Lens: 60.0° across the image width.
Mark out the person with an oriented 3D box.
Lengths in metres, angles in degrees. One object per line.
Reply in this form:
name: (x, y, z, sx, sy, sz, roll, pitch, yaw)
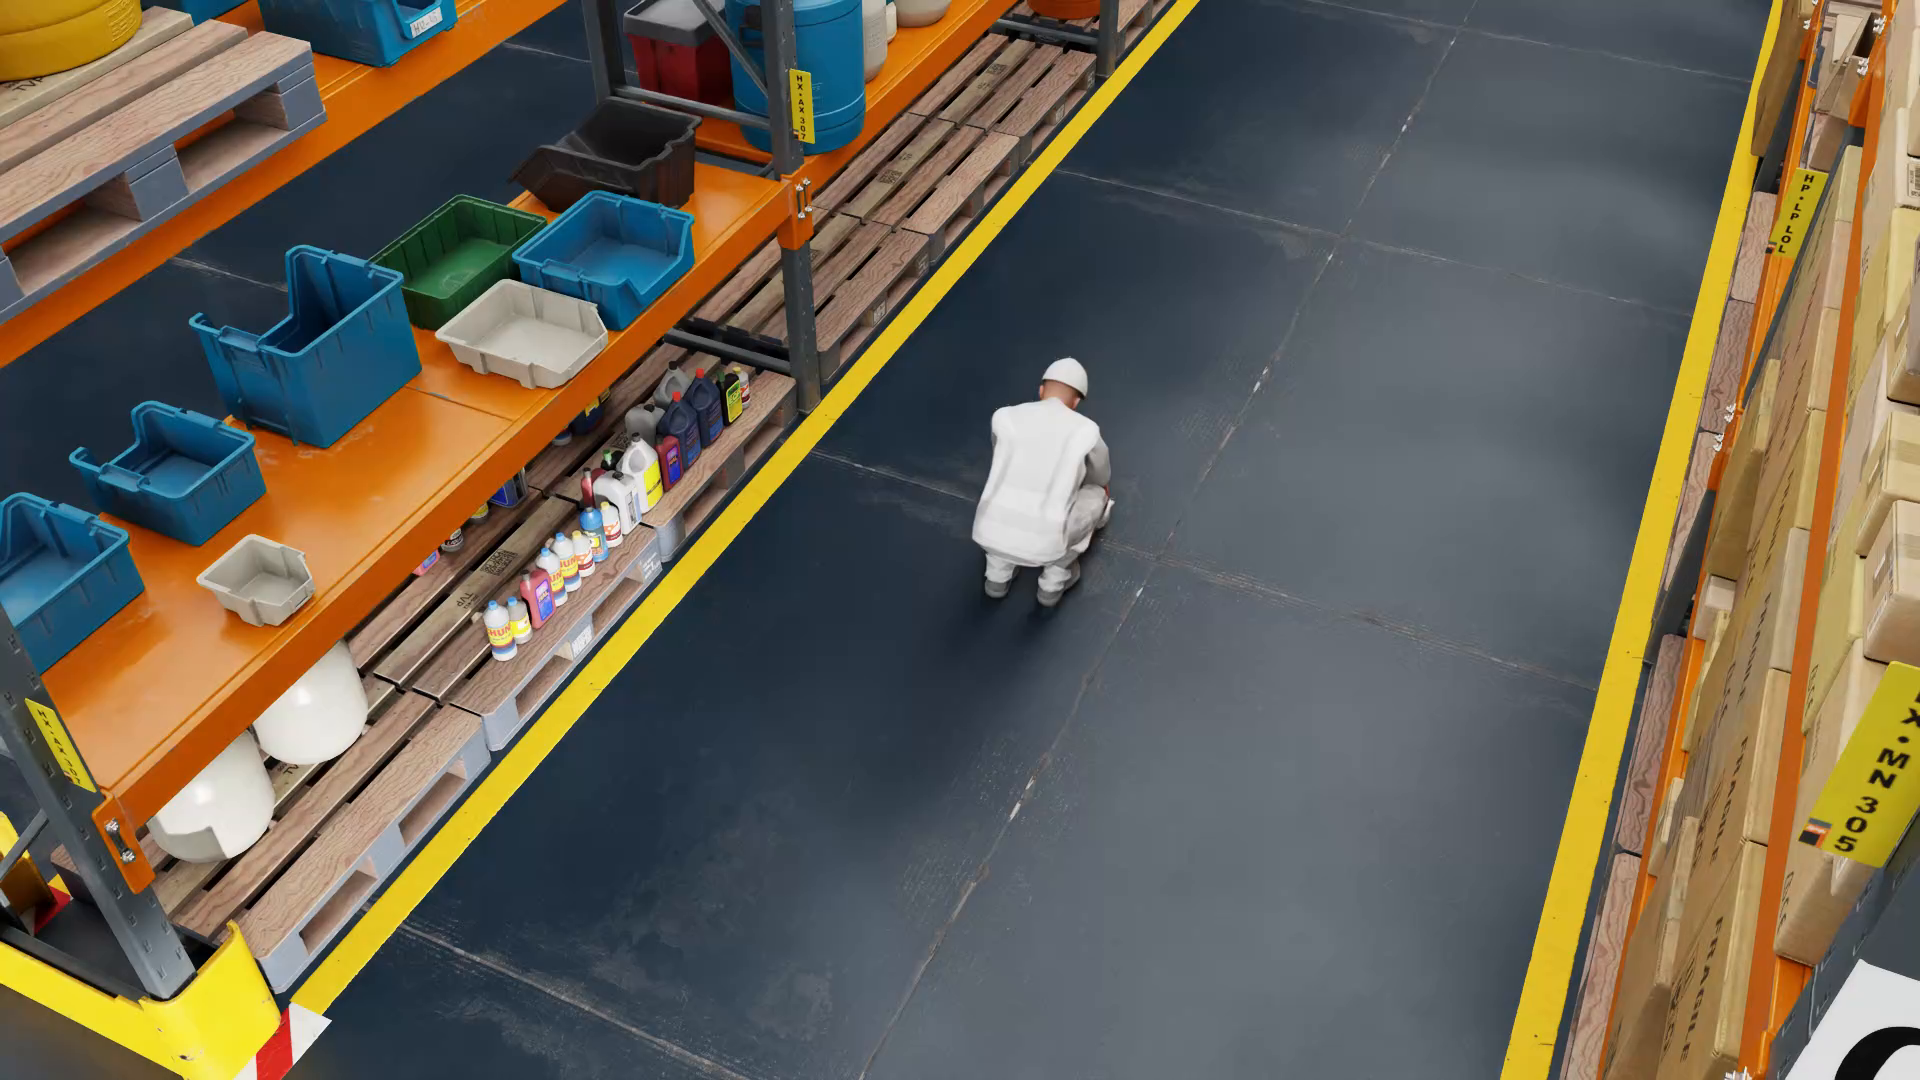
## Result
person: (0.346, -0.213, 7.081, 0.557, 0.877, 0.889, 17, 44, 19)
